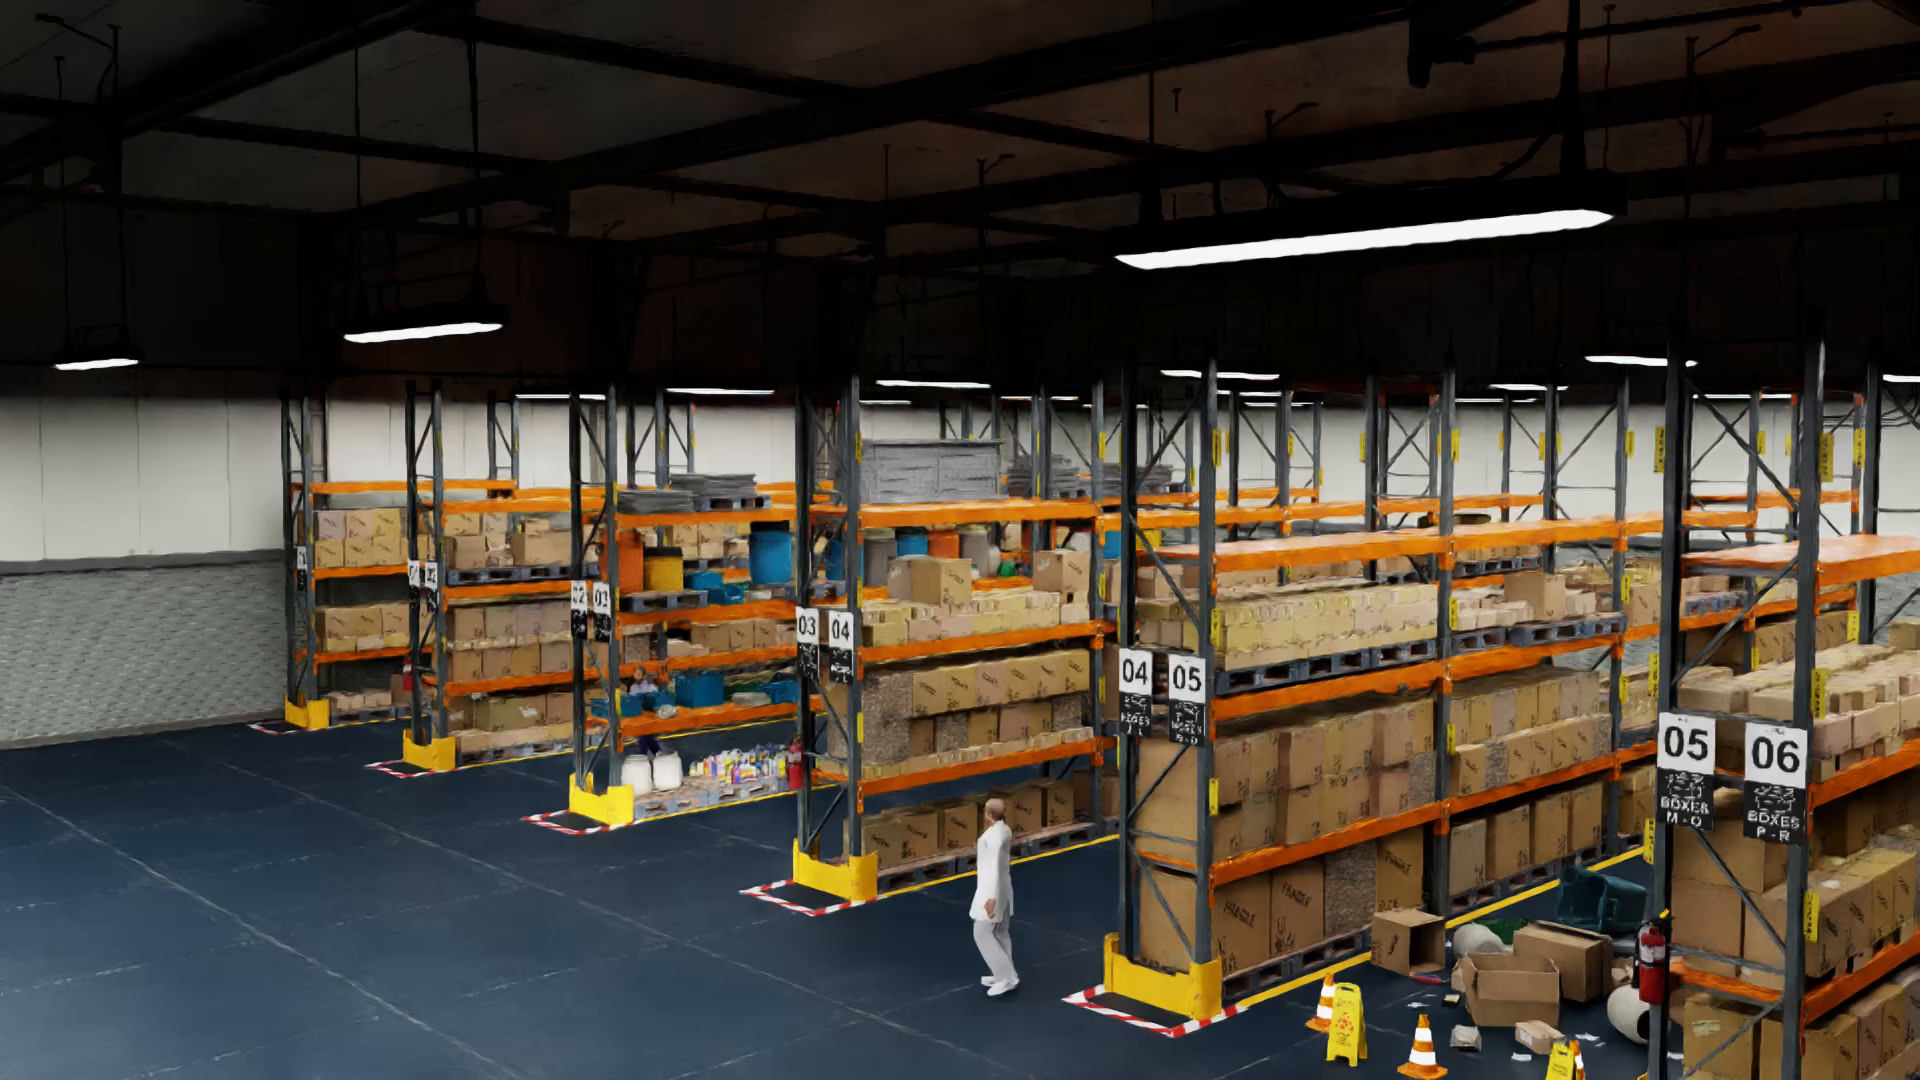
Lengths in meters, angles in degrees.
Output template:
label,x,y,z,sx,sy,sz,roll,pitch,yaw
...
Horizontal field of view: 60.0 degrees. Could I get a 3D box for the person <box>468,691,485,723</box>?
label,x,y,z,sx,sy,sz,roll,pitch,yaw
person,-8.422,2.459,28.991,0.701,1.693,0.857,2,4,30

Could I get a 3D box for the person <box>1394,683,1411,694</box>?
label,x,y,z,sx,sy,sz,roll,pitch,yaw
person,6.222,2.832,23.309,0.440,1.666,0.550,1,4,22

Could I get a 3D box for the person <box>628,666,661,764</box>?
label,x,y,z,sx,sy,sz,roll,pitch,yaw
person,-4.890,2.727,25.587,0.478,1.580,1.000,3,5,38

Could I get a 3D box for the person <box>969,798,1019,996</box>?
label,x,y,z,sx,sy,sz,roll,pitch,yaw
person,0.334,3.282,15.396,0.467,1.773,0.684,1,4,14
